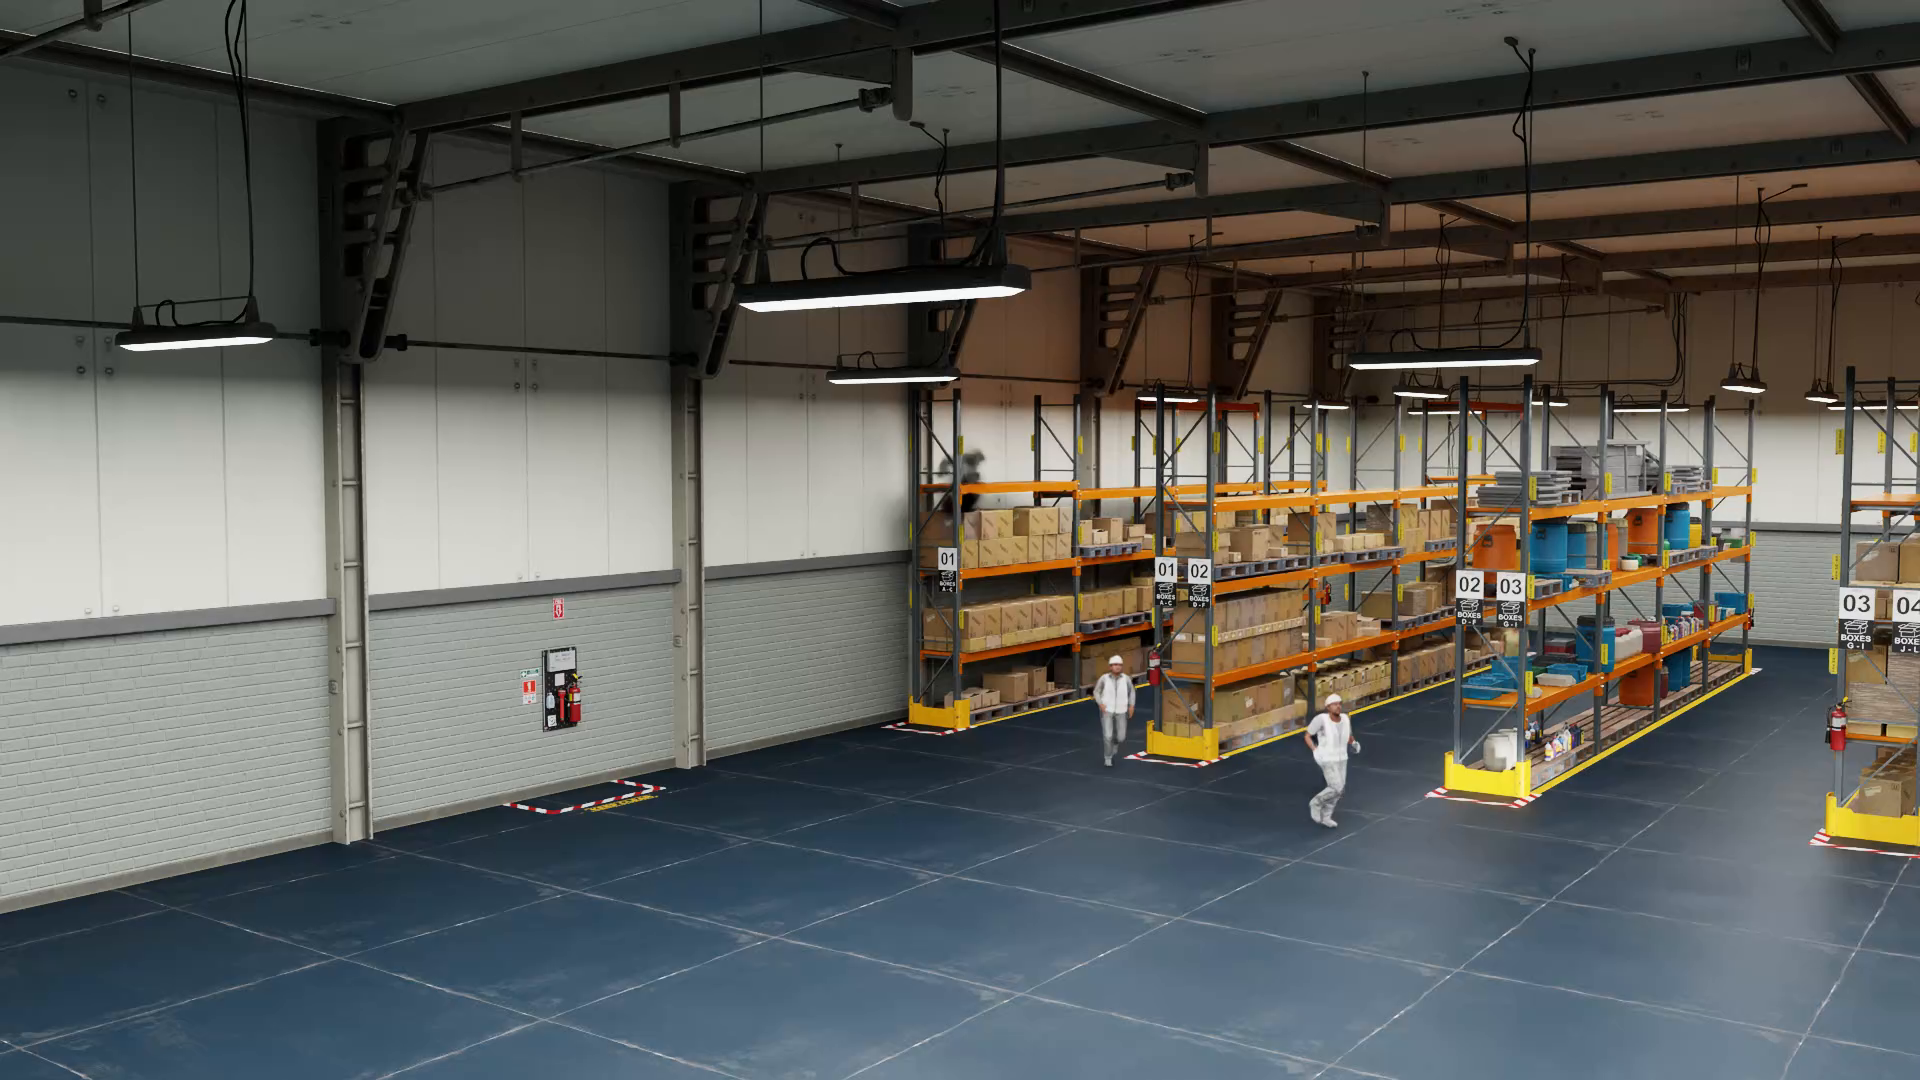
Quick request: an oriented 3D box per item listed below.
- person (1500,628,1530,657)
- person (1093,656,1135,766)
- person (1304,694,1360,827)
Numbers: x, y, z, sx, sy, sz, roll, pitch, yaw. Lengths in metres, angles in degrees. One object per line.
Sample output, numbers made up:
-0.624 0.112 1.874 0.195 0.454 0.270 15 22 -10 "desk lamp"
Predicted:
10.678 2.317 32.029 0.574 1.655 0.969 1 4 24 "person"
2.422 2.661 26.104 0.681 1.717 0.566 0 3 -4 "person"
4.916 2.886 21.747 0.663 1.745 0.602 -2 4 -28 "person"
